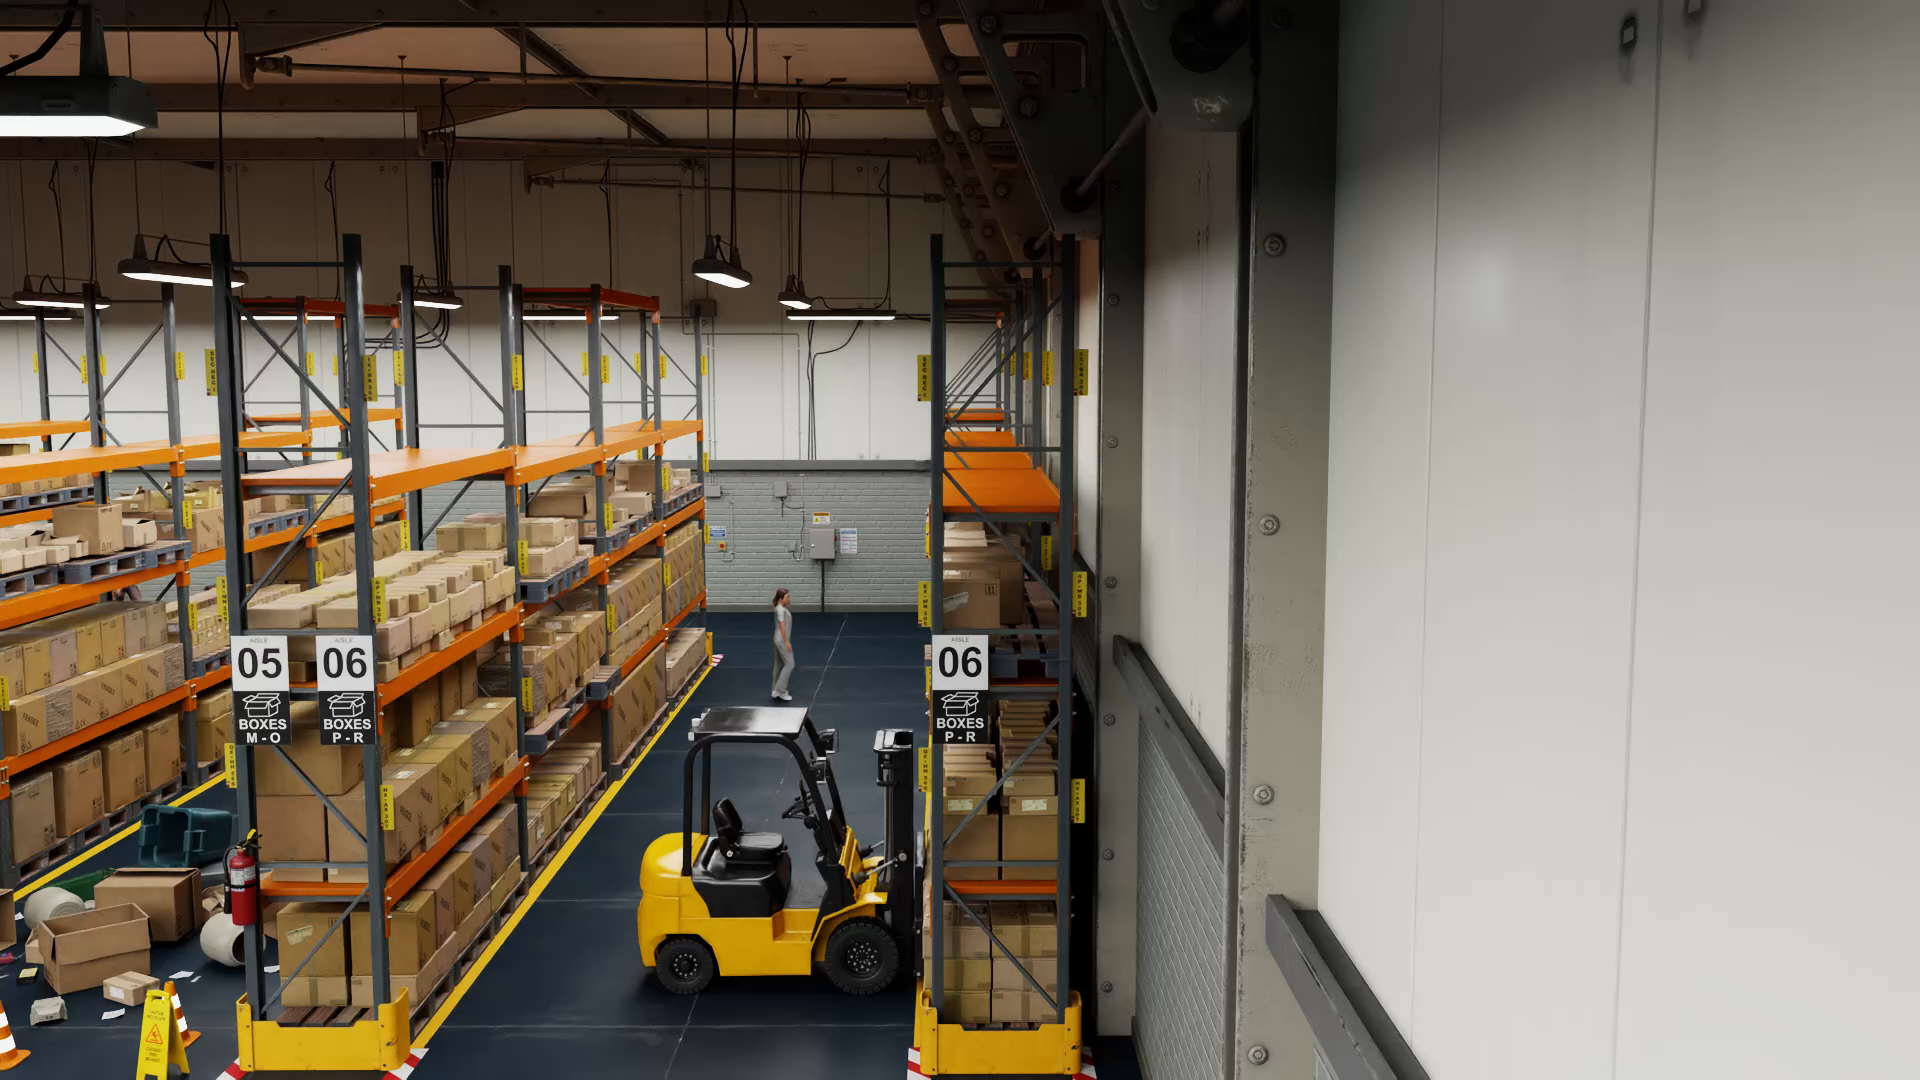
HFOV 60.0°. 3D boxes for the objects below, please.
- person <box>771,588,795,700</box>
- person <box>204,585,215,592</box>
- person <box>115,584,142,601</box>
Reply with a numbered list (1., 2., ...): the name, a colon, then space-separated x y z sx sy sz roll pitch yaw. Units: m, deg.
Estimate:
1. person: -2.676 1.557 25.056 0.350 1.682 0.528 -1 6 -10
2. person: -11.556 1.504 25.766 0.591 1.613 1.039 0 6 -2
3. person: -15.815 0.860 31.463 0.977 1.675 0.600 3 7 24
